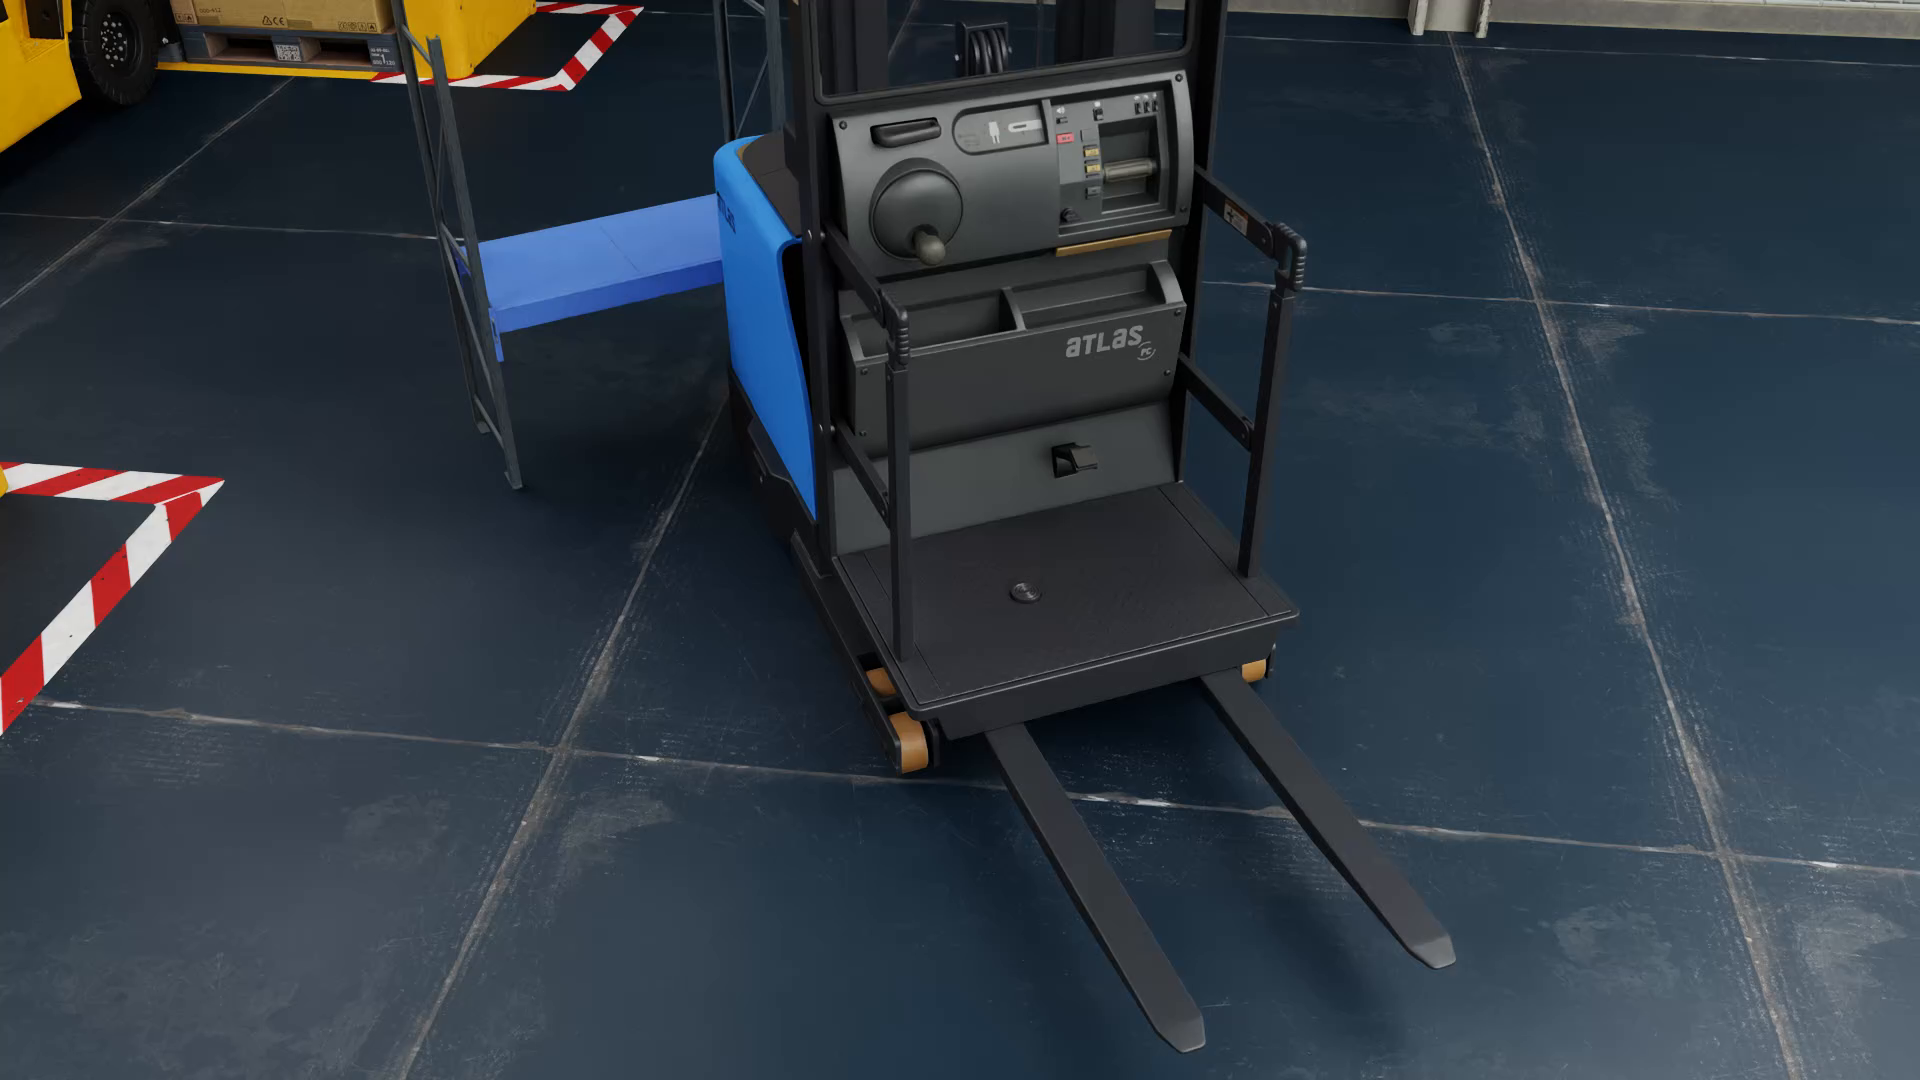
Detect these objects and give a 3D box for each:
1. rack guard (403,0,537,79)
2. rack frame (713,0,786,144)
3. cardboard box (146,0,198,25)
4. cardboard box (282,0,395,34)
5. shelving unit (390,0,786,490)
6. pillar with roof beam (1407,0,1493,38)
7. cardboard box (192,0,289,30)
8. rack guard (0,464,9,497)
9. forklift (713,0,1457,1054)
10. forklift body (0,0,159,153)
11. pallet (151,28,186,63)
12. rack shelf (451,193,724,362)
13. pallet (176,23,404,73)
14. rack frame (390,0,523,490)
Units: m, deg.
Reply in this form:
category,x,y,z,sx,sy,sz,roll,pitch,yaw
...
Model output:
category,x,y,z,sx,sy,sz,roll,pitch,yaw
rack guard,-2.649,-2.927,8.921,0.348,0.500,1.175,4,36,6
rack frame,-0.682,-1.188,5.623,0.032,1.500,0.500,-17,39,-23
cardboard box,-4.167,-2.935,8.786,0.500,0.250,0.500,5,36,6
cardboard box,-3.179,-2.851,8.668,0.500,0.250,0.500,5,36,6
shelving unit,-1.129,-1.047,5.426,1.048,1.500,0.538,-17,39,-23
pillar with roof beam,2.154,-4.035,3.157,0.400,9.000,9.100,4,36,6
cardboard box,-3.671,-2.893,8.727,0.500,0.250,0.500,4,36,6
rack guard,-3.377,-0.074,4.924,0.348,0.500,1.175,4,36,6
forklift,0.223,-0.853,3.923,1.130,2.935,3.031,-13,37,-17
forklift body,-4.786,-2.690,7.168,1.214,2.155,2.313,4,36,6
pallet,-4.644,-2.936,9.182,1.213,0.211,1.003,4,36,6
rack shelf,-1.129,-0.901,5.531,1.000,0.185,0.538,-17,39,-23
pallet,-3.437,-2.844,9.053,1.213,0.211,1.003,4,36,6
rack frame,-1.576,-0.907,5.230,0.032,1.500,0.500,-17,39,-23
